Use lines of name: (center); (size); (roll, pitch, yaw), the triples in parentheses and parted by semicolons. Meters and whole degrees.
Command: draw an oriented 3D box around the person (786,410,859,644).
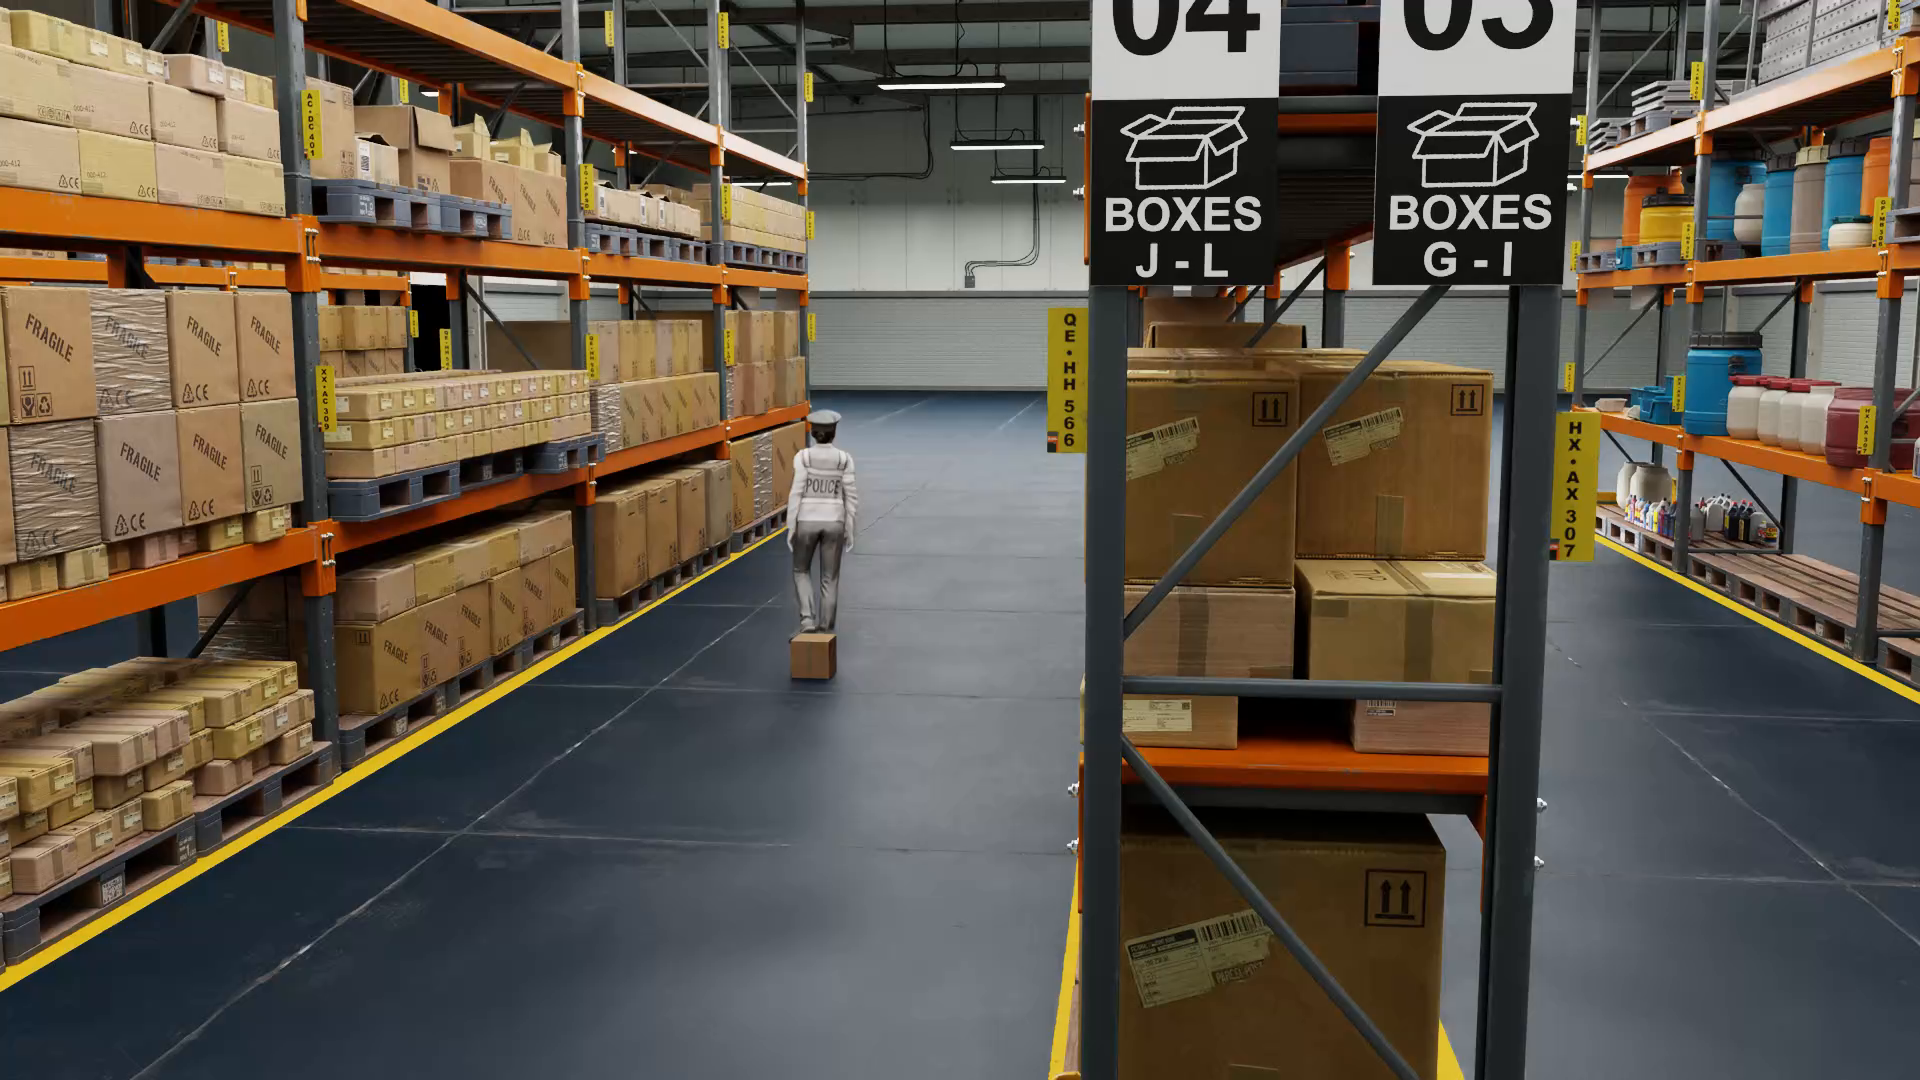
person: (-0.962, -0.073, 11.639); (0.513, 1.660, 0.483); (-1, 8, -9)
